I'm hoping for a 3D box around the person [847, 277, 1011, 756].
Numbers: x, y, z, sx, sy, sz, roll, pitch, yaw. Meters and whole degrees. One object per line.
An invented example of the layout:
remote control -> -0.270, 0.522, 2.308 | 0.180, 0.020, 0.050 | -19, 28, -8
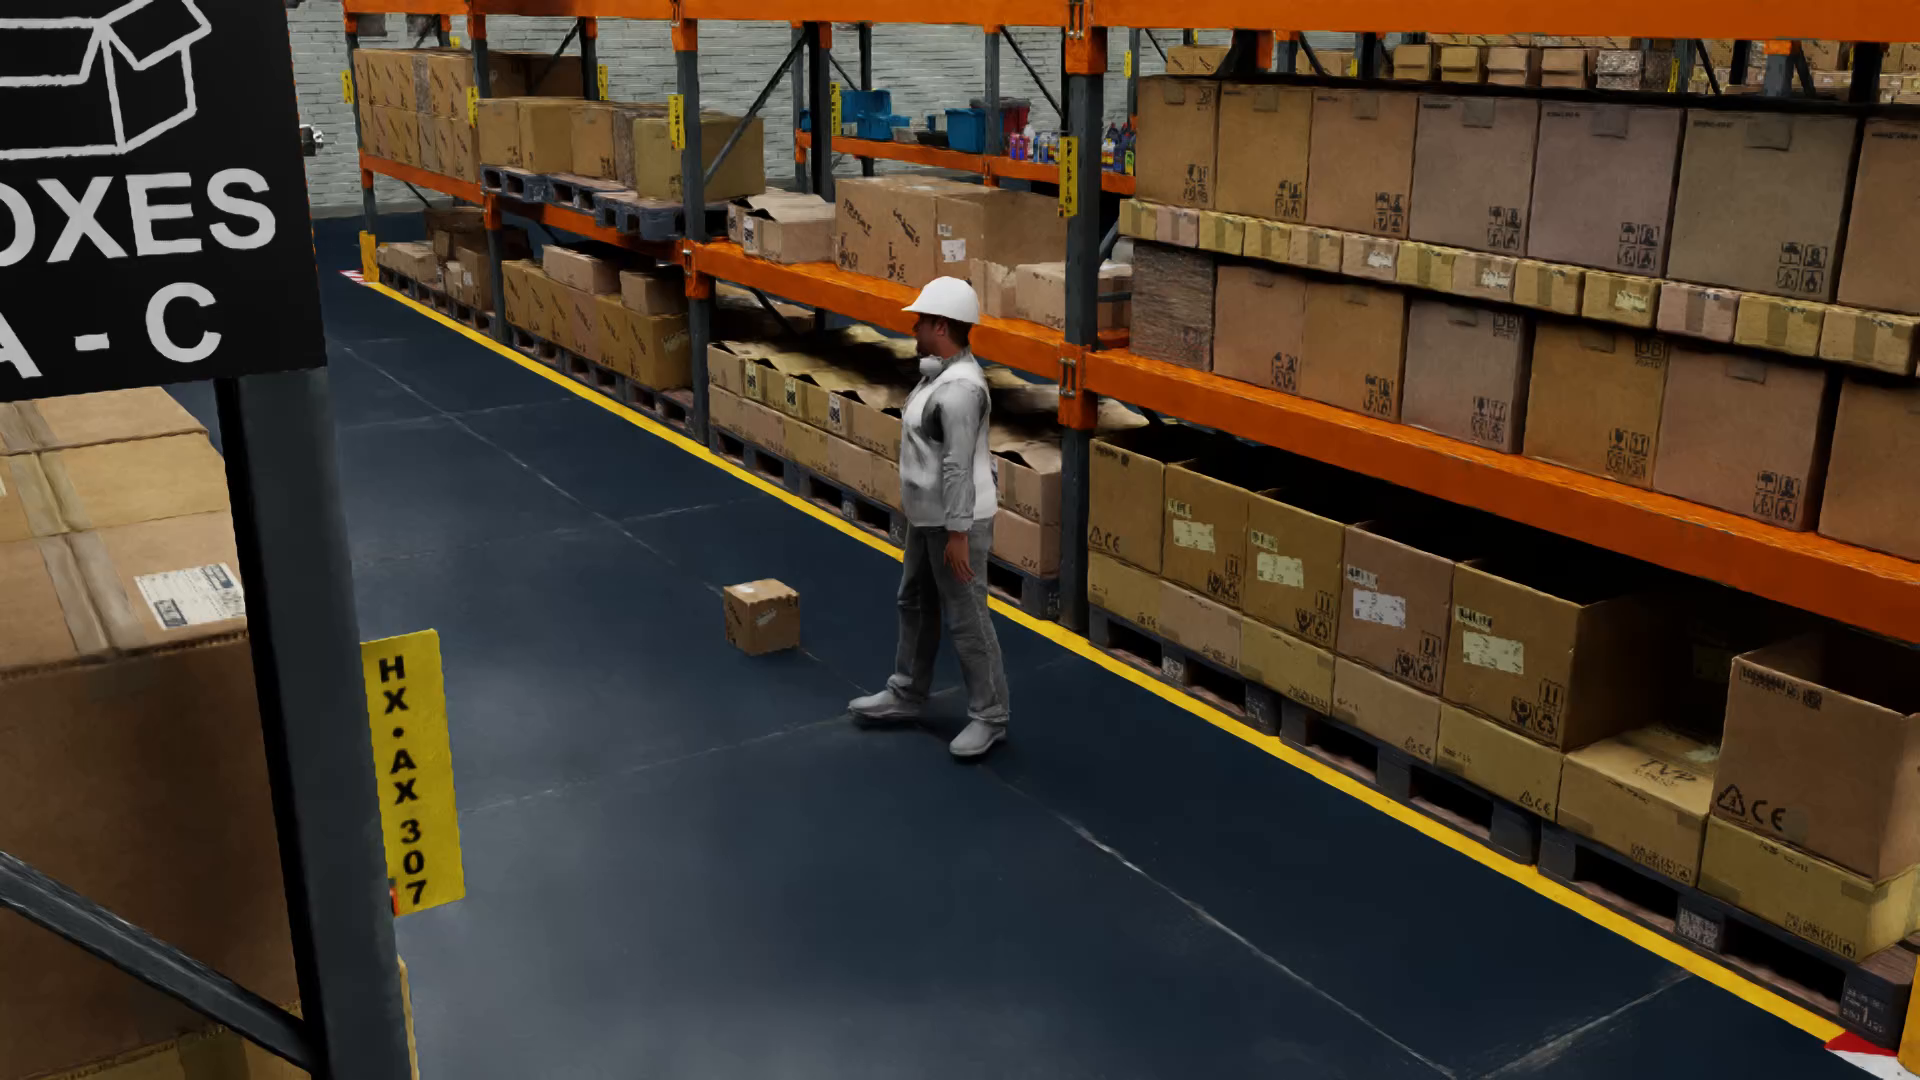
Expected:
person -> -0.128, -0.108, 6.278 | 0.611, 1.768, 0.715 | -3, 18, -9
